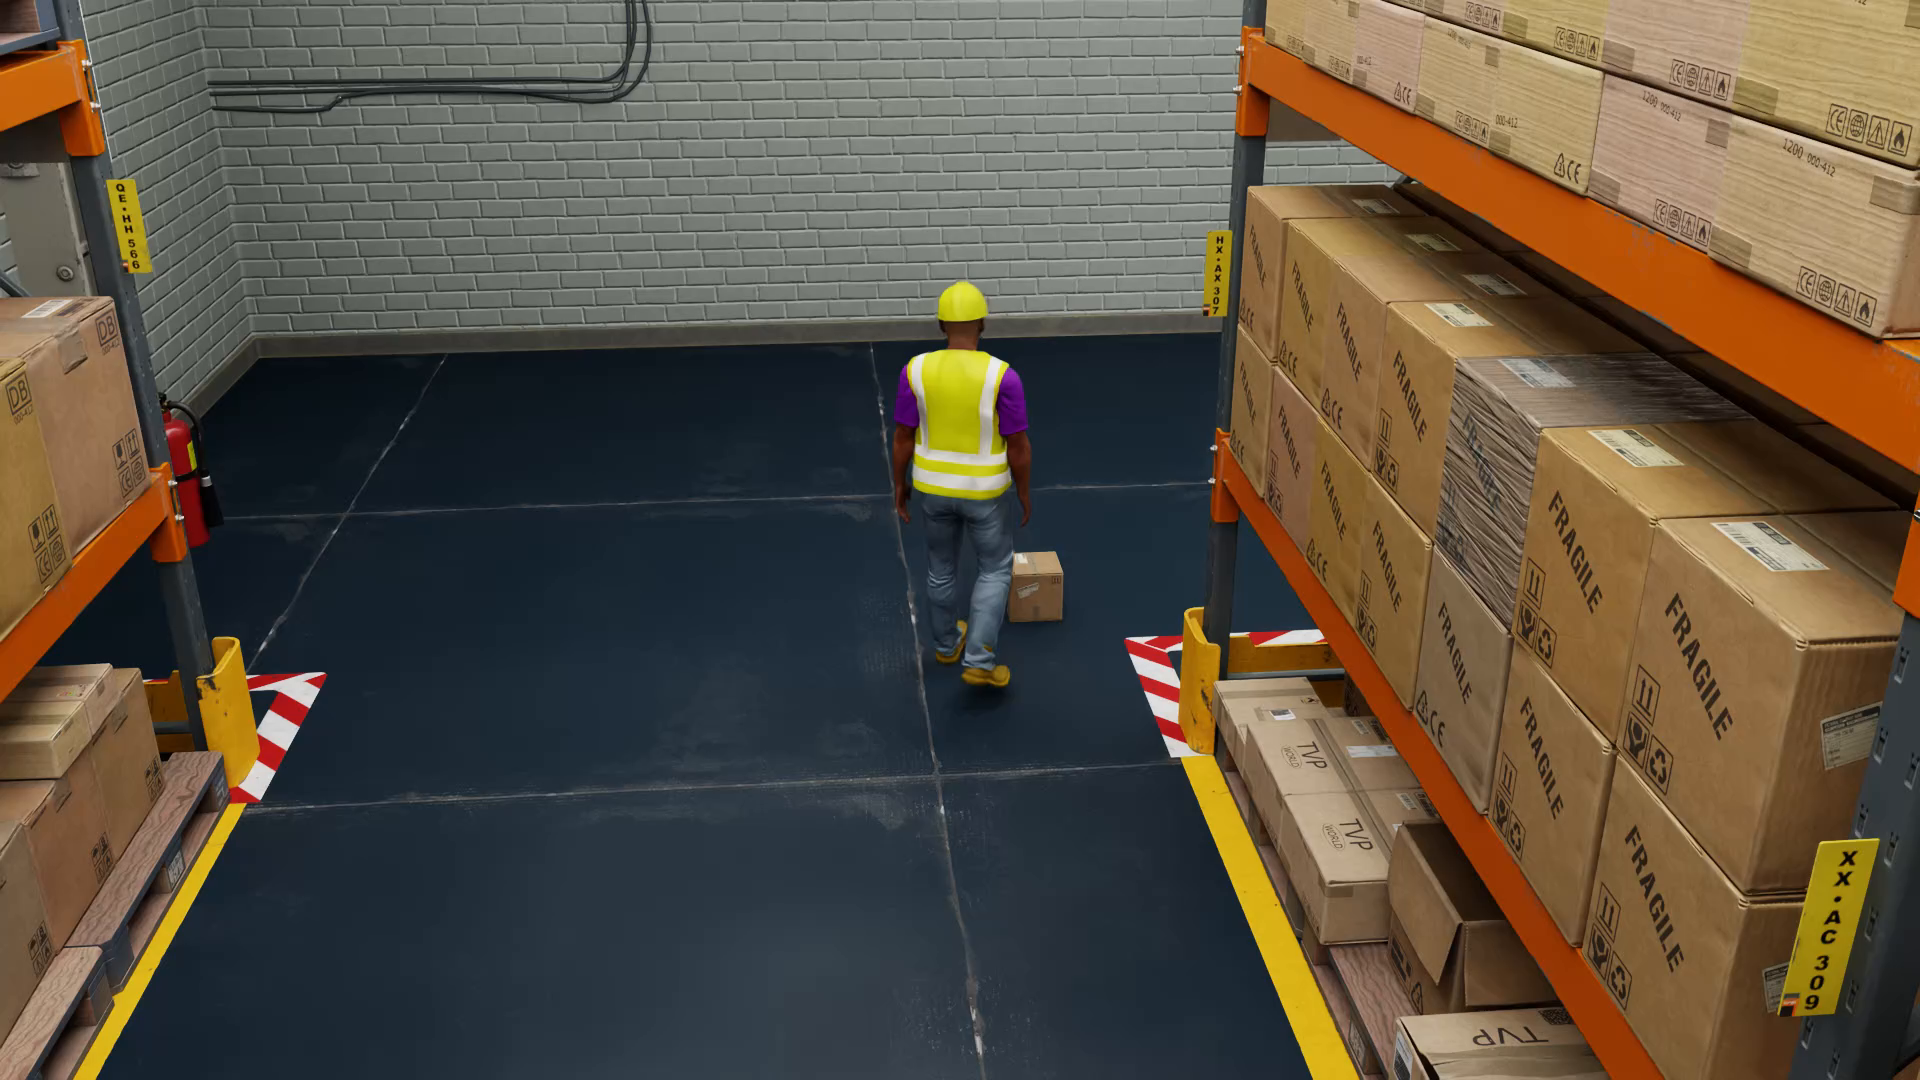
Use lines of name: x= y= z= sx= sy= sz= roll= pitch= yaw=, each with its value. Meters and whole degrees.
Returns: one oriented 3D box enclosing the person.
person: x=0.017 y=-0.226 z=7.076 sx=0.594 sy=1.767 sz=0.665 roll=7 pitch=24 yaw=15
